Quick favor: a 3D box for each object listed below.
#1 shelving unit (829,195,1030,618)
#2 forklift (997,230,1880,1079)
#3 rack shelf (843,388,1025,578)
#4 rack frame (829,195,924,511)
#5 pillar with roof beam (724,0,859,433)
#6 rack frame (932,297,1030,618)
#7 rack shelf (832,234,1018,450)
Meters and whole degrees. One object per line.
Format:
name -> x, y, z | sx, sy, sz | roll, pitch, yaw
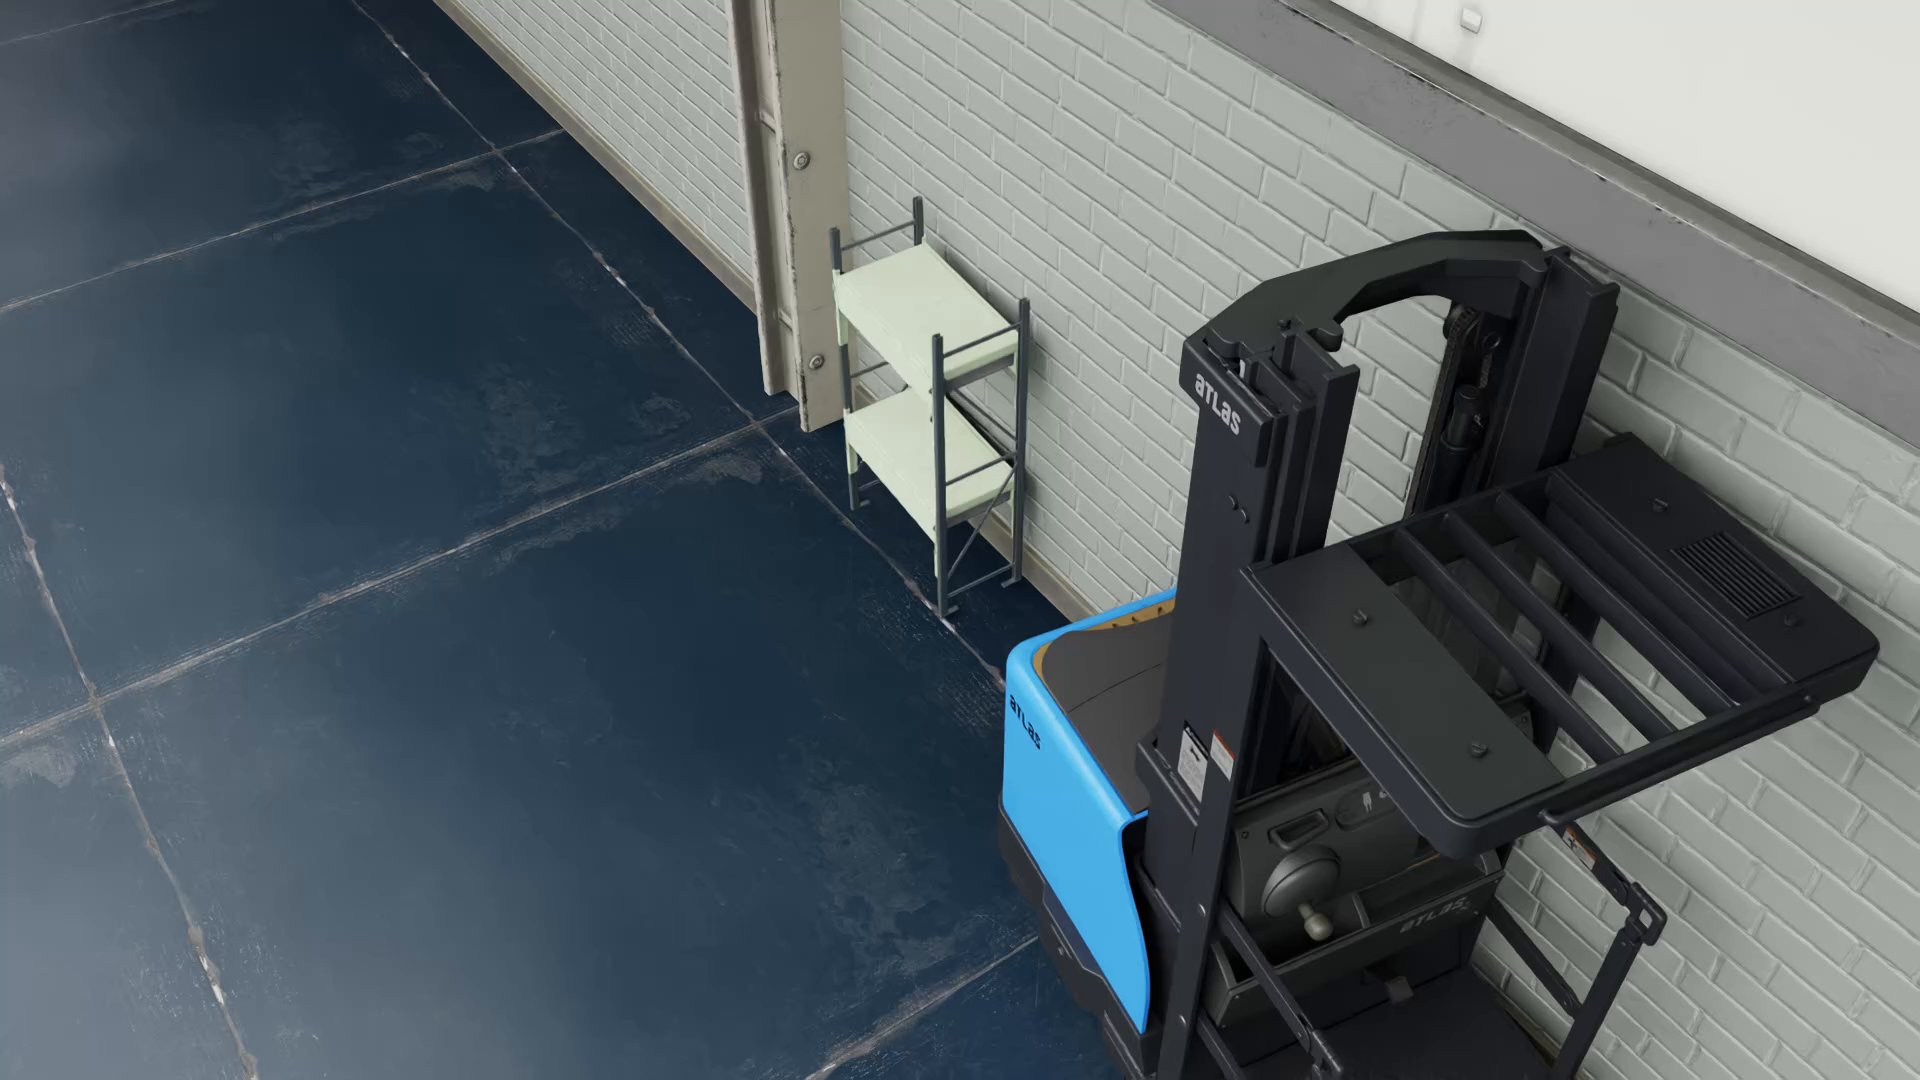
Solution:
shelving unit -> -0.116, -0.498, 6.620 | 0.431, 1.500, 0.755 | -25, 52, -21
forklift -> 1.219, 0.836, 4.243 | 1.130, 2.935, 3.031 | -18, 47, -18
rack shelf -> -0.114, -0.275, 6.859 | 0.431, 0.370, 0.720 | -25, 52, -21
rack frame -> -0.311, -0.723, 6.832 | 0.400, 1.500, 0.023 | -25, 52, -21
pillar with roof beam -> -4.235, -2.226, 3.056 | 9.100, 9.000, 0.400 | -26, 49, -24
rack frame -> 0.080, -0.272, 6.409 | 0.400, 1.500, 0.023 | -25, 52, -21
rack shelf -> -0.118, -0.764, 6.335 | 0.431, 0.370, 0.720 | -25, 52, -21
